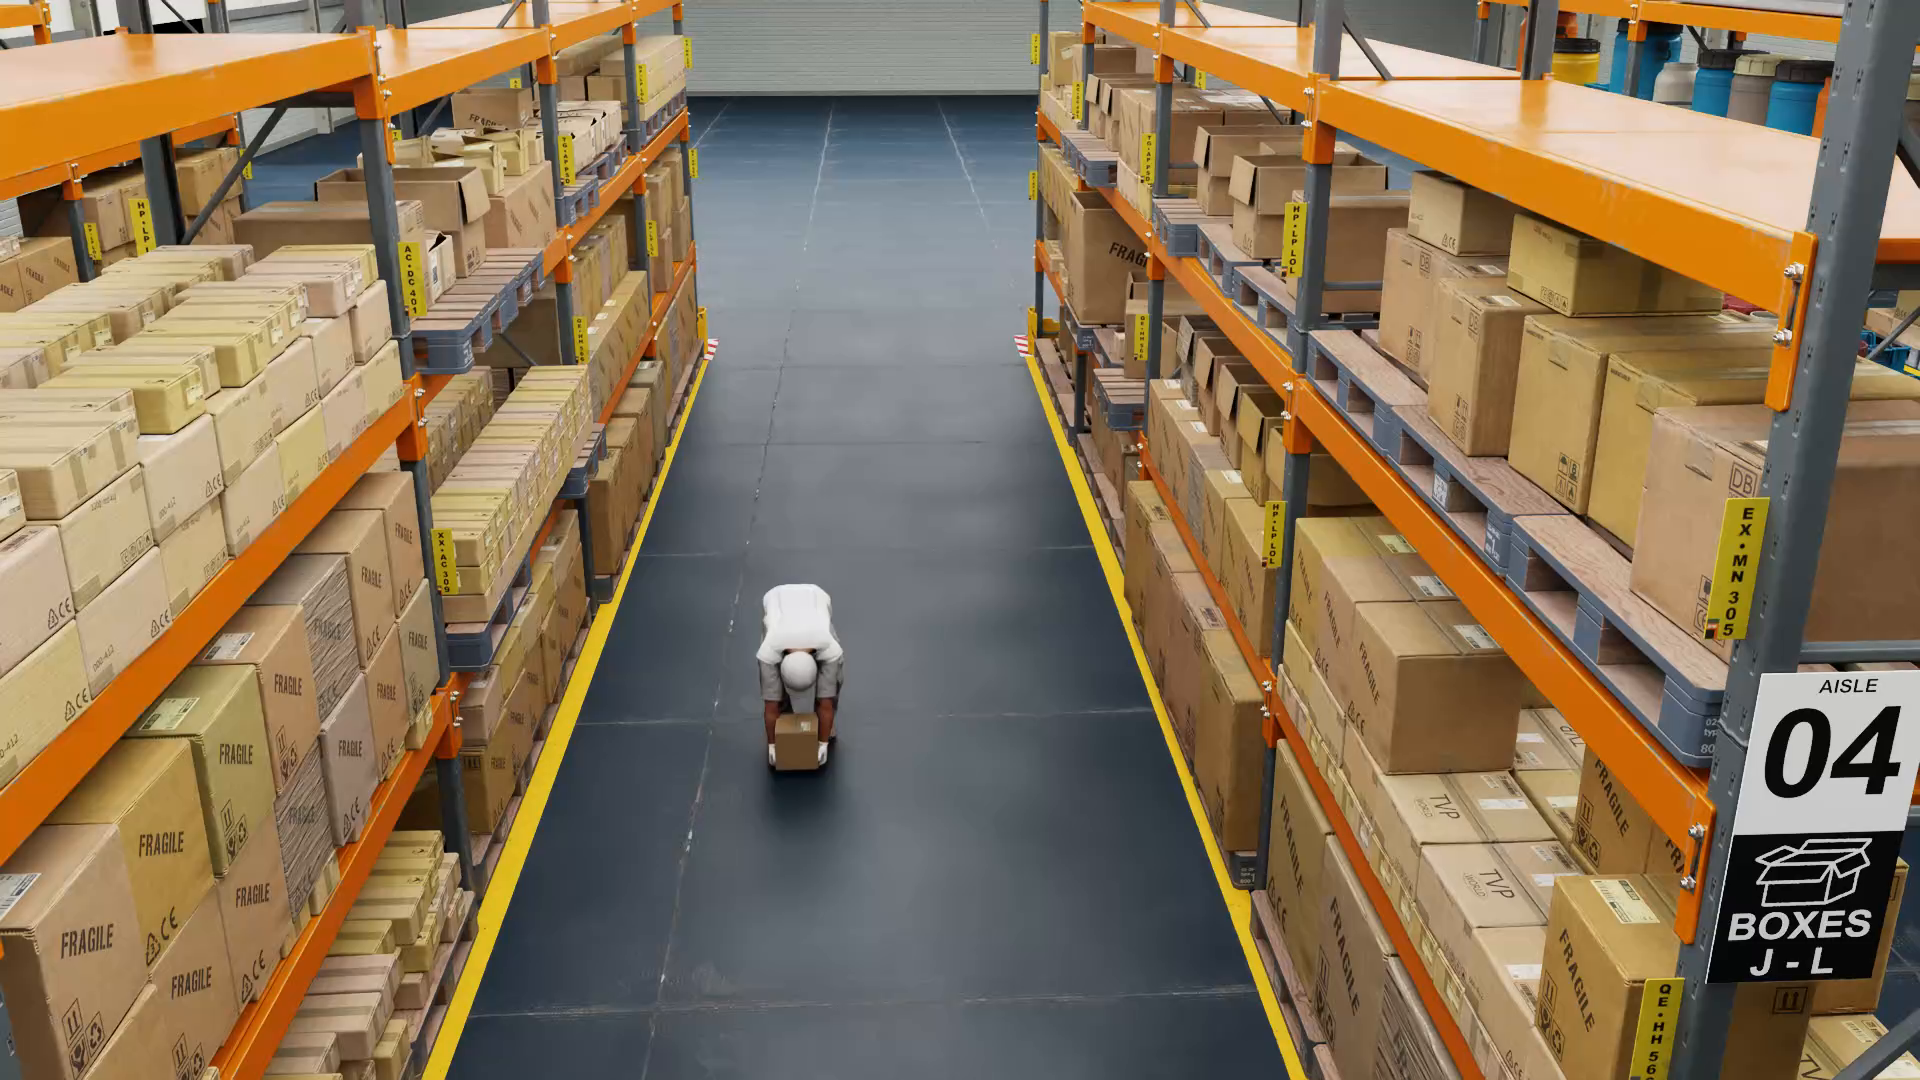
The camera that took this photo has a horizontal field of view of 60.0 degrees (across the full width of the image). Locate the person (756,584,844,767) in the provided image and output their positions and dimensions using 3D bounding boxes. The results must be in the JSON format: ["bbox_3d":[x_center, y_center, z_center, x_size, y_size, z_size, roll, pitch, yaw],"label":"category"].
[{"bbox_3d":[-0.959,0.807,10.038,0.519,0.960,0.982,-2,20,-6],"label":"person"}]
